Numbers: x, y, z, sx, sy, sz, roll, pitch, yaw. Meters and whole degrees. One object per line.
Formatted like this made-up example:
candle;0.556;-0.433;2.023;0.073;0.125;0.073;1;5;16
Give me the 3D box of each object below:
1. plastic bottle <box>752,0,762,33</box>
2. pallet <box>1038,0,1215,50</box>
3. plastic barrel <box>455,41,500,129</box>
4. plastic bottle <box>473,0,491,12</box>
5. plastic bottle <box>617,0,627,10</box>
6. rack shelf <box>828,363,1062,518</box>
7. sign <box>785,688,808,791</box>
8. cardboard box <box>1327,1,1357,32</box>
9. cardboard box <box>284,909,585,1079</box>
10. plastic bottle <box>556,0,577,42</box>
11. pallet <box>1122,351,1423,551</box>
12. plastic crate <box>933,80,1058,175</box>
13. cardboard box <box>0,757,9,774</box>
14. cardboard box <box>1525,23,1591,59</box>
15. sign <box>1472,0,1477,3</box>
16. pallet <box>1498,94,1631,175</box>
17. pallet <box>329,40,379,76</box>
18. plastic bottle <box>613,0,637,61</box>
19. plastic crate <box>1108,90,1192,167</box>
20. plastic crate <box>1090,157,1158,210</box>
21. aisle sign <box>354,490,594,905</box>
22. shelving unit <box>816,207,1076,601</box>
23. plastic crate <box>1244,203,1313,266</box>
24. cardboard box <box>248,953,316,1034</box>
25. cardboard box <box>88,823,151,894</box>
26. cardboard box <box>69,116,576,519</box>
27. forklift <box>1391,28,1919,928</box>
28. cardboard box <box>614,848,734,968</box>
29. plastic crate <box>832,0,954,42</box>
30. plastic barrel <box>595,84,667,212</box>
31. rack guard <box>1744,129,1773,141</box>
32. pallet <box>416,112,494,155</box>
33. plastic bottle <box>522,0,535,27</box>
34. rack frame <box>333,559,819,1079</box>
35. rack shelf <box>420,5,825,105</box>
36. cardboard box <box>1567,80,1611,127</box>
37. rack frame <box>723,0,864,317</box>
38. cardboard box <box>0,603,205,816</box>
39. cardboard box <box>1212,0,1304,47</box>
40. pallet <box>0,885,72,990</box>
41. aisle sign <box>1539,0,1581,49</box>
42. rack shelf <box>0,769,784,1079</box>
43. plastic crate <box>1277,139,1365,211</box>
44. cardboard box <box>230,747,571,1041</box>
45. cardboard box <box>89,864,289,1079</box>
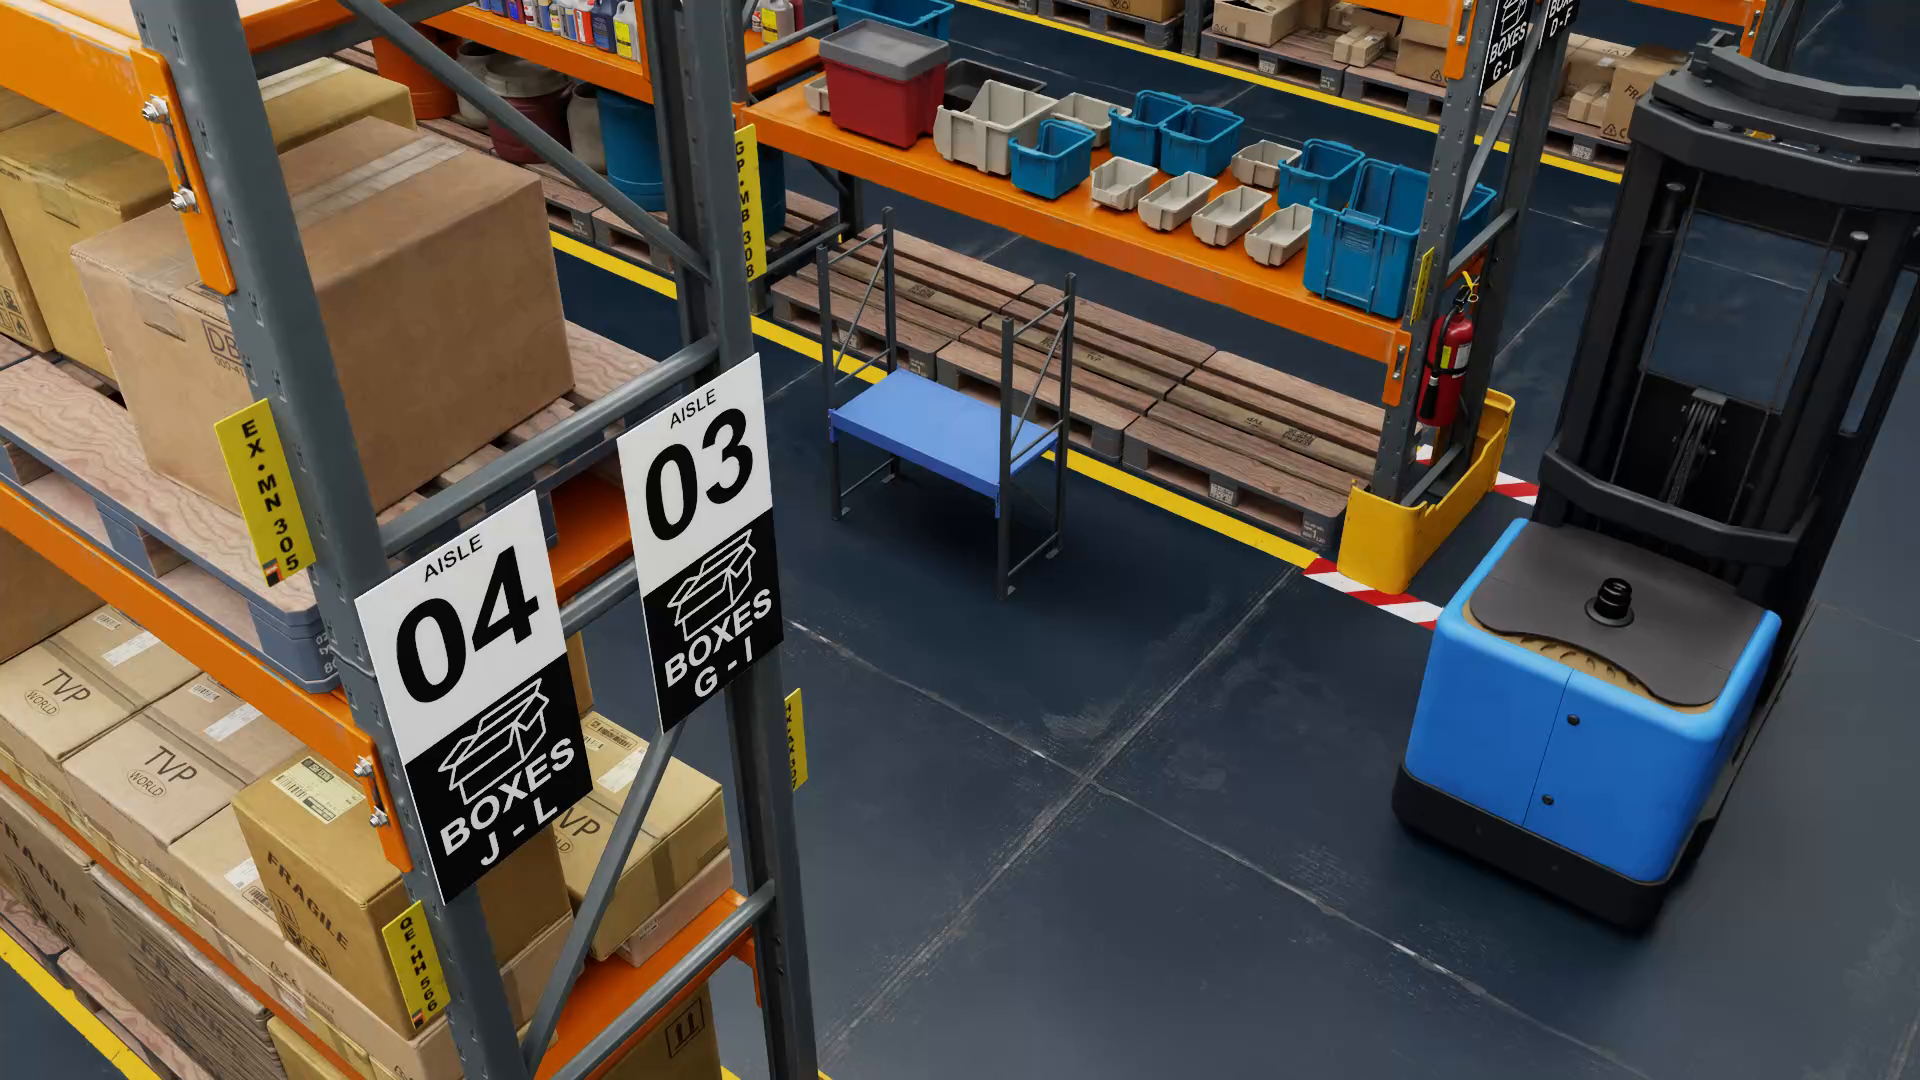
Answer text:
plastic bottle;-1.183;-3.111;9.812;0.097;0.201;0.097;0;38;0
pallet;1.401;-4.370;13.522;1.213;0.211;1.003;25;45;29
plastic barrel;-3.218;-3.100;11.314;0.421;0.512;0.421;0;38;0
plastic bottle;-2.871;-3.368;10.080;0.135;0.276;0.152;25;45;29
plastic bottle;-1.930;-3.063;9.629;0.185;0.351;0.144;25;45;29
rack shelf;-0.068;-0.481;7.800;1.000;0.185;0.538;25;45;29
sign;-0.432;0.523;4.242;0.005;0.325;0.100;25;45;29
cardboard box;3.029;-4.048;12.803;0.250;0.149;0.380;25;45;29
cardboard box;-1.320;1.055;4.210;0.500;0.250;0.500;25;44;28
plastic bottle;-2.249;-3.075;9.706;0.135;0.276;0.152;25;45;29
pallet;1.603;-0.490;8.566;1.213;0.211;1.003;25;45;29
plastic crate;0.159;-2.073;8.373;0.530;0.282;0.437;25;45;29
cardboard box;-2.889;0.525;5.211;0.250;0.149;0.380;26;45;29
cardboard box;4.193;-3.492;12.011;0.500;0.250;0.500;25;45;29
sign;1.914;-2.125;6.043;0.005;0.325;0.100;25;45;29
pallet;4.553;-2.913;11.660;1.213;0.211;1.003;25;45;29
pallet;-4.711;-3.468;12.368;1.213;0.211;1.003;25;45;29
plastic bottle;-1.871;-2.923;9.451;0.185;0.351;0.144;25;45;29
plastic crate;0.955;-2.077;8.418;0.300;0.233;0.416;25;45;29
plastic crate;0.773;-1.707;8.022;0.250;0.136;0.298;25;45;29
aisle sign;-0.899;0.315;3.166;0.004;0.787;0.394;25;45;29
shelving unit;-0.068;-0.622;7.689;1.048;1.500;0.538;25;45;29
plastic crate;1.477;-1.397;7.627;0.243;0.136;0.396;25;45;29
cardboard box;-1.664;1.100;4.476;0.250;0.149;0.380;25;45;29
cardboard box;-2.275;0.813;4.843;0.250;0.149;0.380;25;45;29
cardboard box;-1.220;-0.429;3.289;0.500;0.500;0.700;23;43;26
forklift;3.002;-0.576;6.469;1.130;2.935;3.031;25;44;28
cardboard box;-0.856;0.969;4.643;0.250;0.149;0.380;26;45;29
plastic crate;-0.364;-2.768;9.177;0.575;0.384;0.392;25;45;29
plastic barrel;-1.926;-2.575;10.328;0.708;0.901;0.600;25;45;29
rack guard;5.187;-2.729;11.190;0.348;0.500;1.175;25;45;29
pallet;-3.468;-2.884;11.623;1.213;0.211;1.003;25;45;29
plastic bottle;-2.542;-3.162;9.878;0.097;0.201;0.097;0;38;0
rack frame;-0.774;1.165;4.189;0.127;3.000;1.000;25;45;29
rack shelf;-2.531;-3.224;10.379;4.000;0.370;1.077;25;45;29
cardboard box;4.399;-3.021;11.477;0.250;0.166;0.380;25;45;29
rack frame;-0.942;-2.758;9.201;0.127;3.000;1.000;25;45;29
cardboard box;-2.543;0.482;4.943;0.500;0.250;0.500;25;45;29
cardboard box;2.272;-4.034;12.654;0.500;0.311;0.500;25;45;29
pallet;-3.395;1.088;6.550;1.213;0.211;1.003;25;45;29
aisle sign;2.473;-2.402;6.637;0.004;0.787;0.394;25;45;29
rack shelf;-2.363;0.699;5.368;4.000;0.370;1.077;25;45;29
plastic crate;1.716;-1.718;7.959;0.300;0.233;0.416;25;45;29
cardboard box;-1.321;0.758;3.982;0.500;0.500;0.500;26;45;29
cardboard box;-2.054;1.295;5.406;0.875;0.875;0.875;25;45;29
